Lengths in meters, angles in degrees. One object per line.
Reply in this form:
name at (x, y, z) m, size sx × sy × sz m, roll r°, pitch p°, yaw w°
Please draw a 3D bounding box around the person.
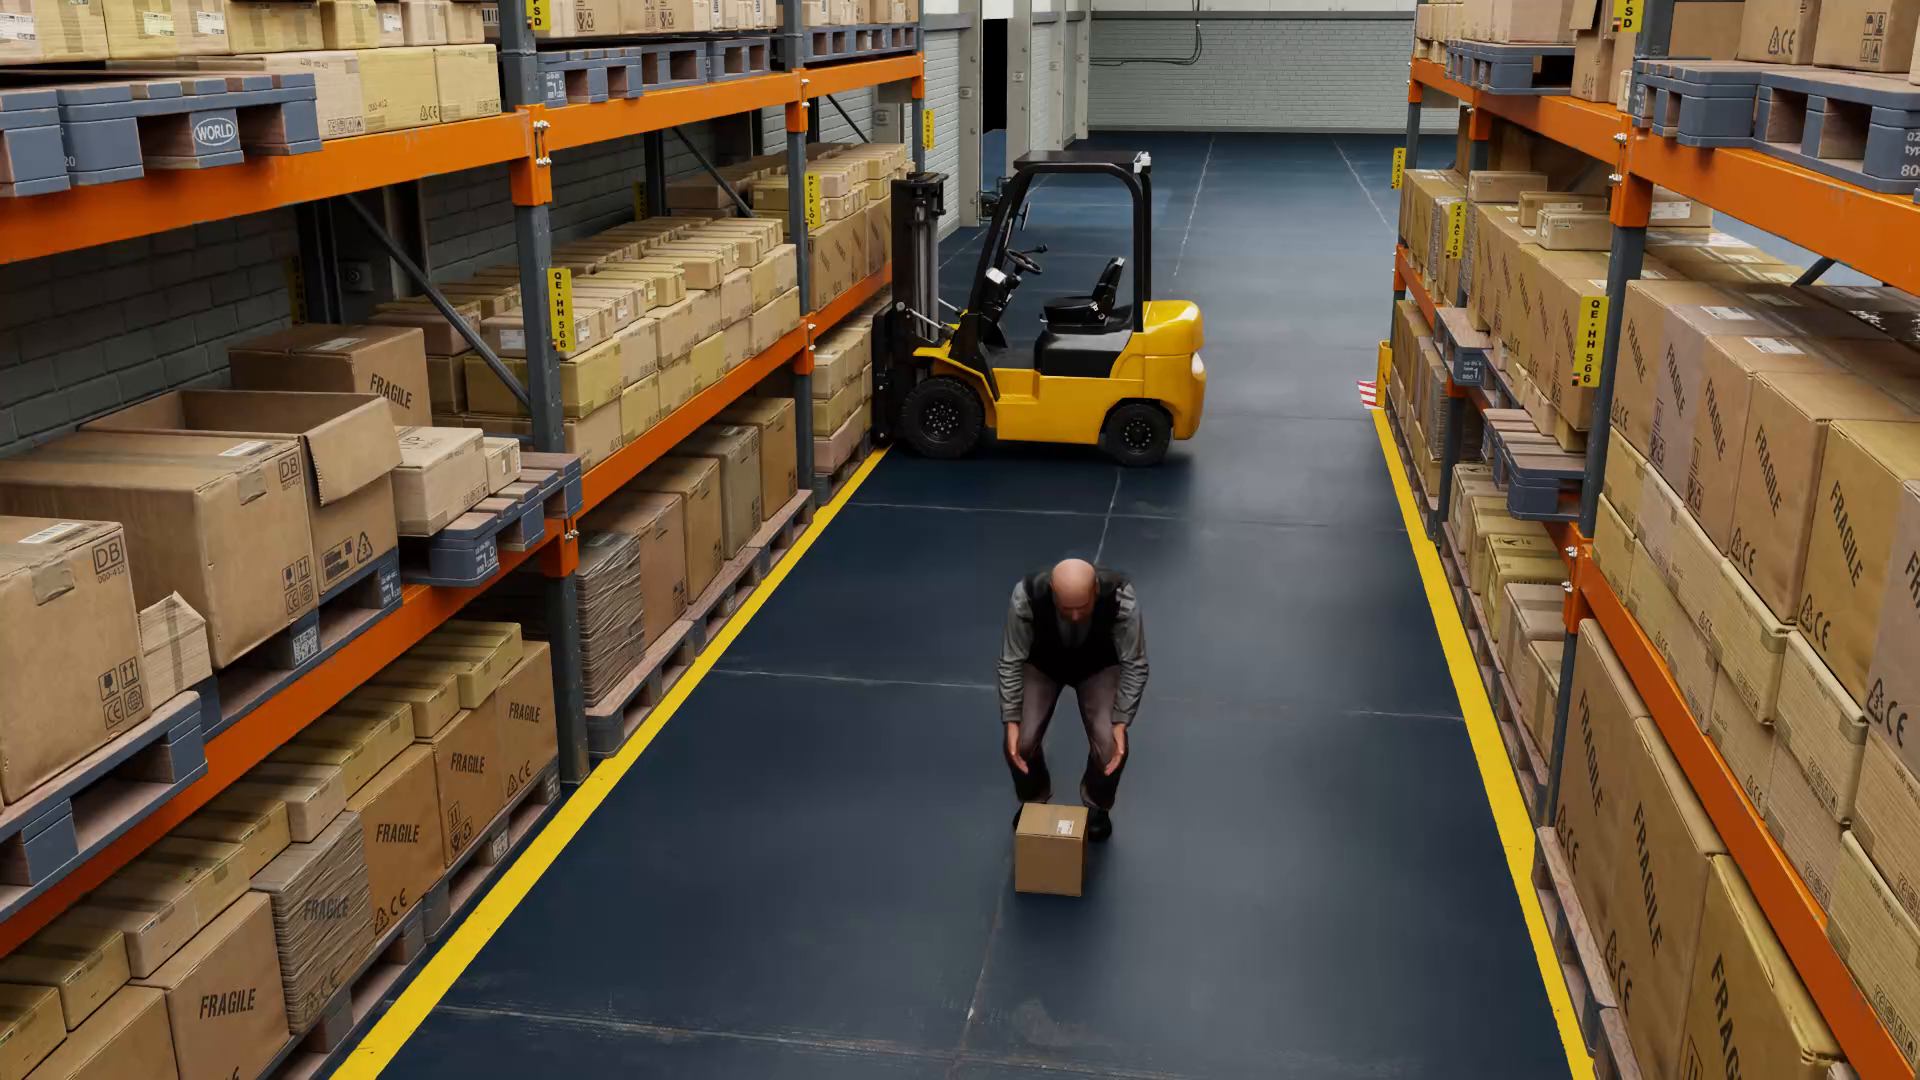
person at (0.455, 0.579, 6.556) m, size 0.585 × 1.255 × 0.784 m, roll 3°, pitch 18°, yaw 9°
